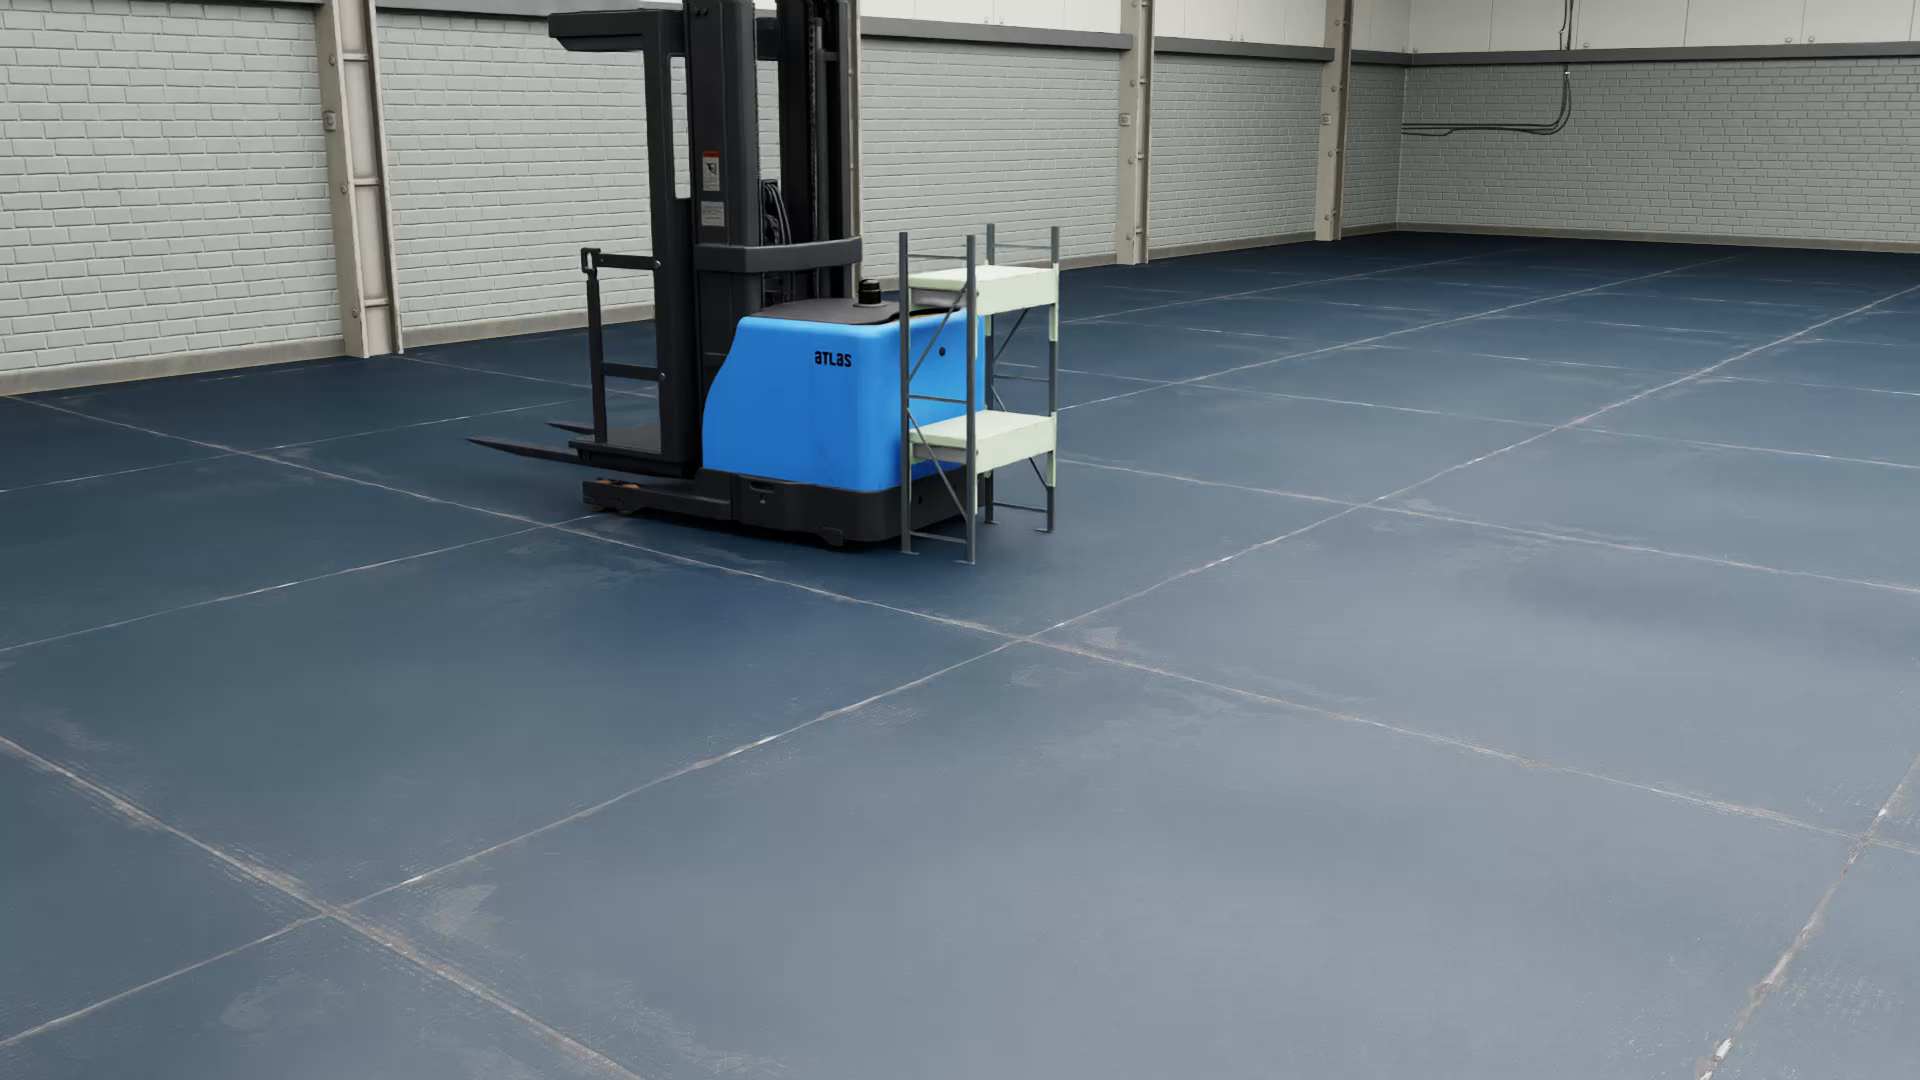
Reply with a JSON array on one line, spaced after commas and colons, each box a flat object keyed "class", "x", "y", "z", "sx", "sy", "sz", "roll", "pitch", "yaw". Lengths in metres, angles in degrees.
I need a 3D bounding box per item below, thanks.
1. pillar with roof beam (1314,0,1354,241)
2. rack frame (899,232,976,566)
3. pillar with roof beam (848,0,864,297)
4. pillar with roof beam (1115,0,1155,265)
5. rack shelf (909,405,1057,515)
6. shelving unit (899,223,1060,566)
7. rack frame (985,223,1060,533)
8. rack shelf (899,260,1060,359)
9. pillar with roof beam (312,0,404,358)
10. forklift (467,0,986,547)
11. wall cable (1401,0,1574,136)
[{"class": "pillar with roof beam", "x": 9.550, "y": -8.765, "z": 24.351, "sx": 9.100, "sy": 9.000, "sz": 0.400, "roll": 11, "pitch": 18, "yaw": 38}, {"class": "rack frame", "x": -0.103, "y": -0.638, "z": 7.588, "sx": 0.400, "sy": 1.500, "sz": 0.023, "roll": 9, "pitch": 17, "yaw": 32}, {"class": "pillar with roof beam", "x": 2.008, "y": -6.467, "z": 15.305, "sx": 9.100, "sy": 9.000, "sz": 0.400, "roll": 11, "pitch": 18, "yaw": 38}, {"class": "pillar with roof beam", "x": 5.779, "y": -7.616, "z": 19.828, "sx": 9.100, "sy": 9.000, "sz": 0.400, "roll": 11, "pitch": 18, "yaw": 38}, {"class": "rack shelf", "x": 0.099, "y": -0.397, "z": 7.964, "sx": 0.431, "sy": 0.370, "sz": 0.720, "roll": 9, "pitch": 17, "yaw": 32}, {"class": "shelving unit", "x": 0.099, "y": -0.713, "z": 7.884, "sx": 0.431, "sy": 1.500, "sz": 0.755, "roll": 9, "pitch": 17, "yaw": 32}, {"class": "rack frame", "x": 0.301, "y": -0.788, "z": 8.180, "sx": 0.400, "sy": 1.500, "sz": 0.023, "roll": 9, "pitch": 17, "yaw": 32}, {"class": "rack shelf", "x": 0.099, "y": -1.091, "z": 7.788, "sx": 0.431, "sy": 0.370, "sz": 0.720, "roll": 9, "pitch": 17, "yaw": 32}, {"class": "pillar with roof beam", "x": -1.763, "y": -5.318, "z": 10.781, "sx": 9.100, "sy": 9.000, "sz": 0.400, "roll": 11, "pitch": 18, "yaw": 38}, {"class": "forklift", "x": -1.373, "y": -1.645, "z": 8.644, "sx": 3.031, "sy": 2.935, "sz": 1.130, "roll": 9, "pitch": 17, "yaw": 32}, {"class": "wall cable", "x": 9.082, "y": -8.286, "z": 28.771, "sx": 3.097, "sy": 2.526, "sz": 0.112, "roll": 11, "pitch": 18, "yaw": 38}]
